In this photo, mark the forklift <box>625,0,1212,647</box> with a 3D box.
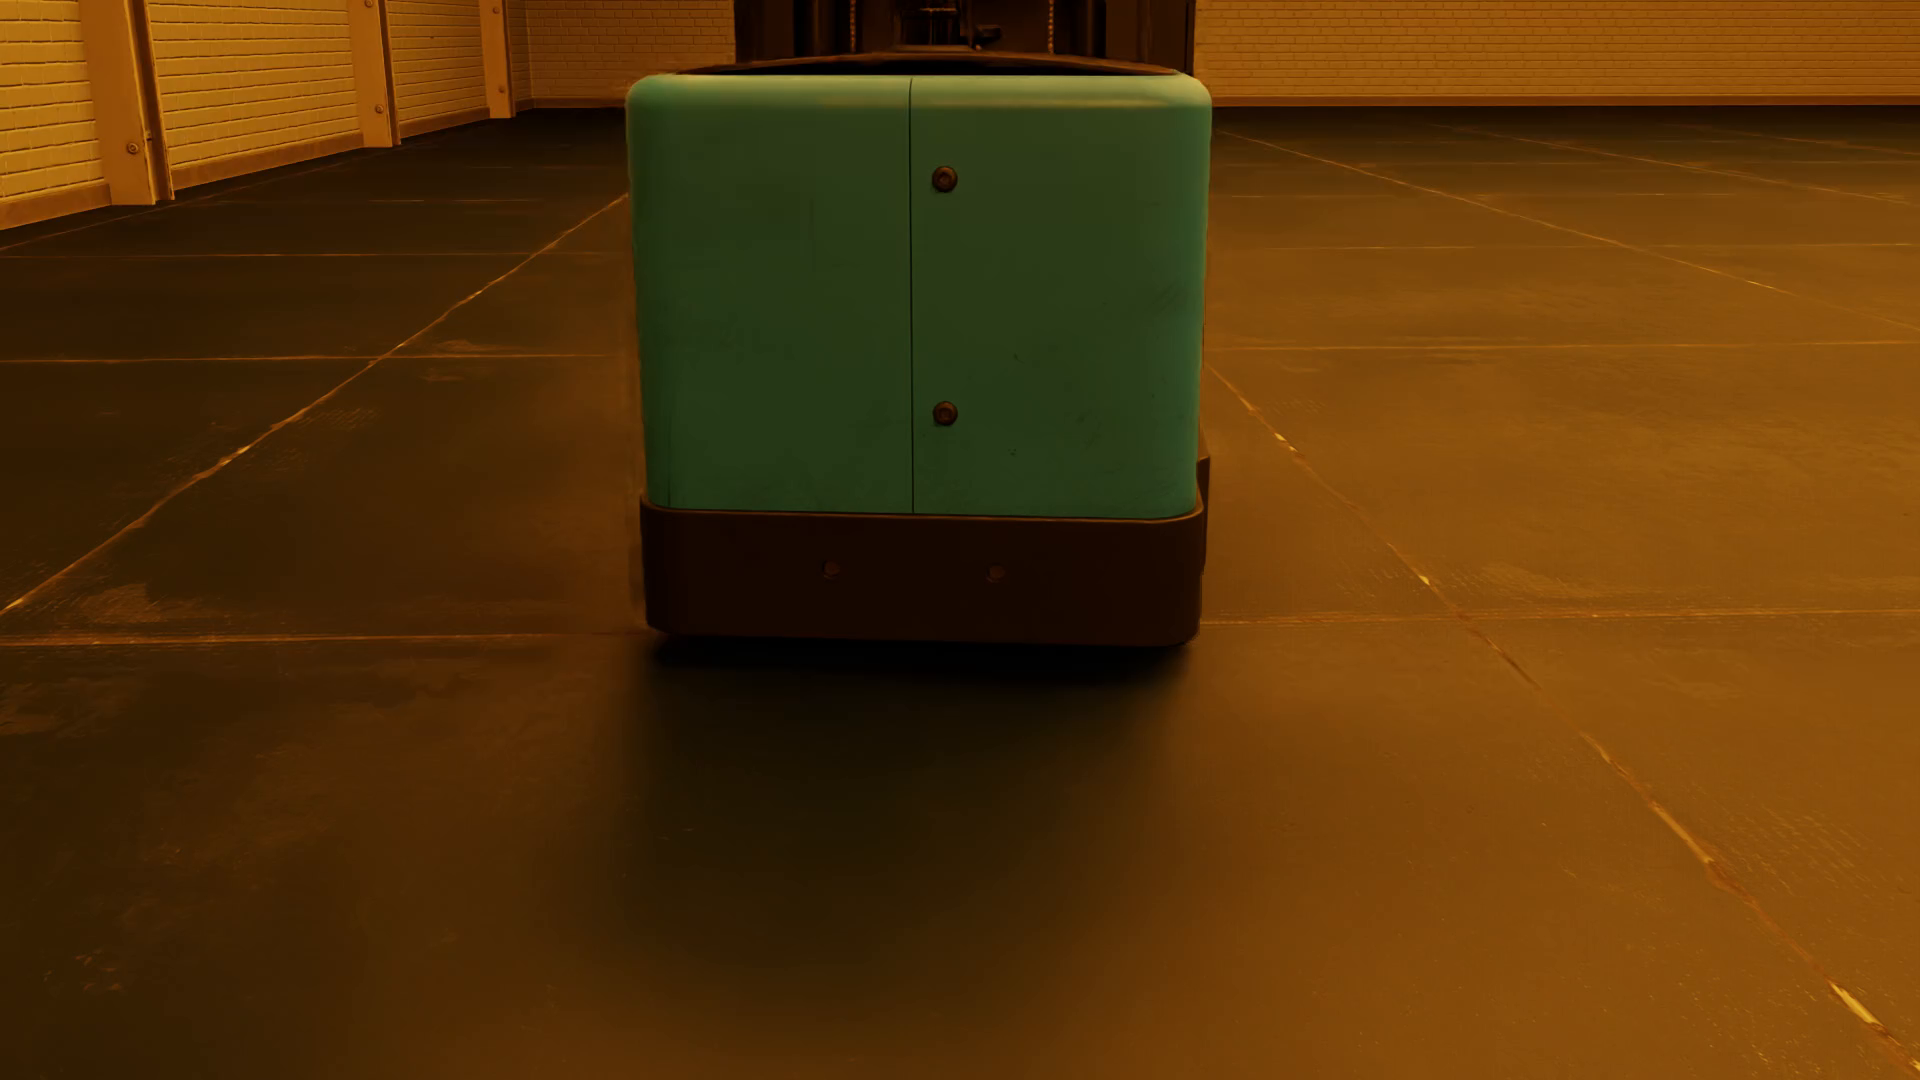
[{"bbox_3d":[0.028,-1.587,4.097,1.130,2.935,3.031,1,17,4],"label":"forklift"}]
